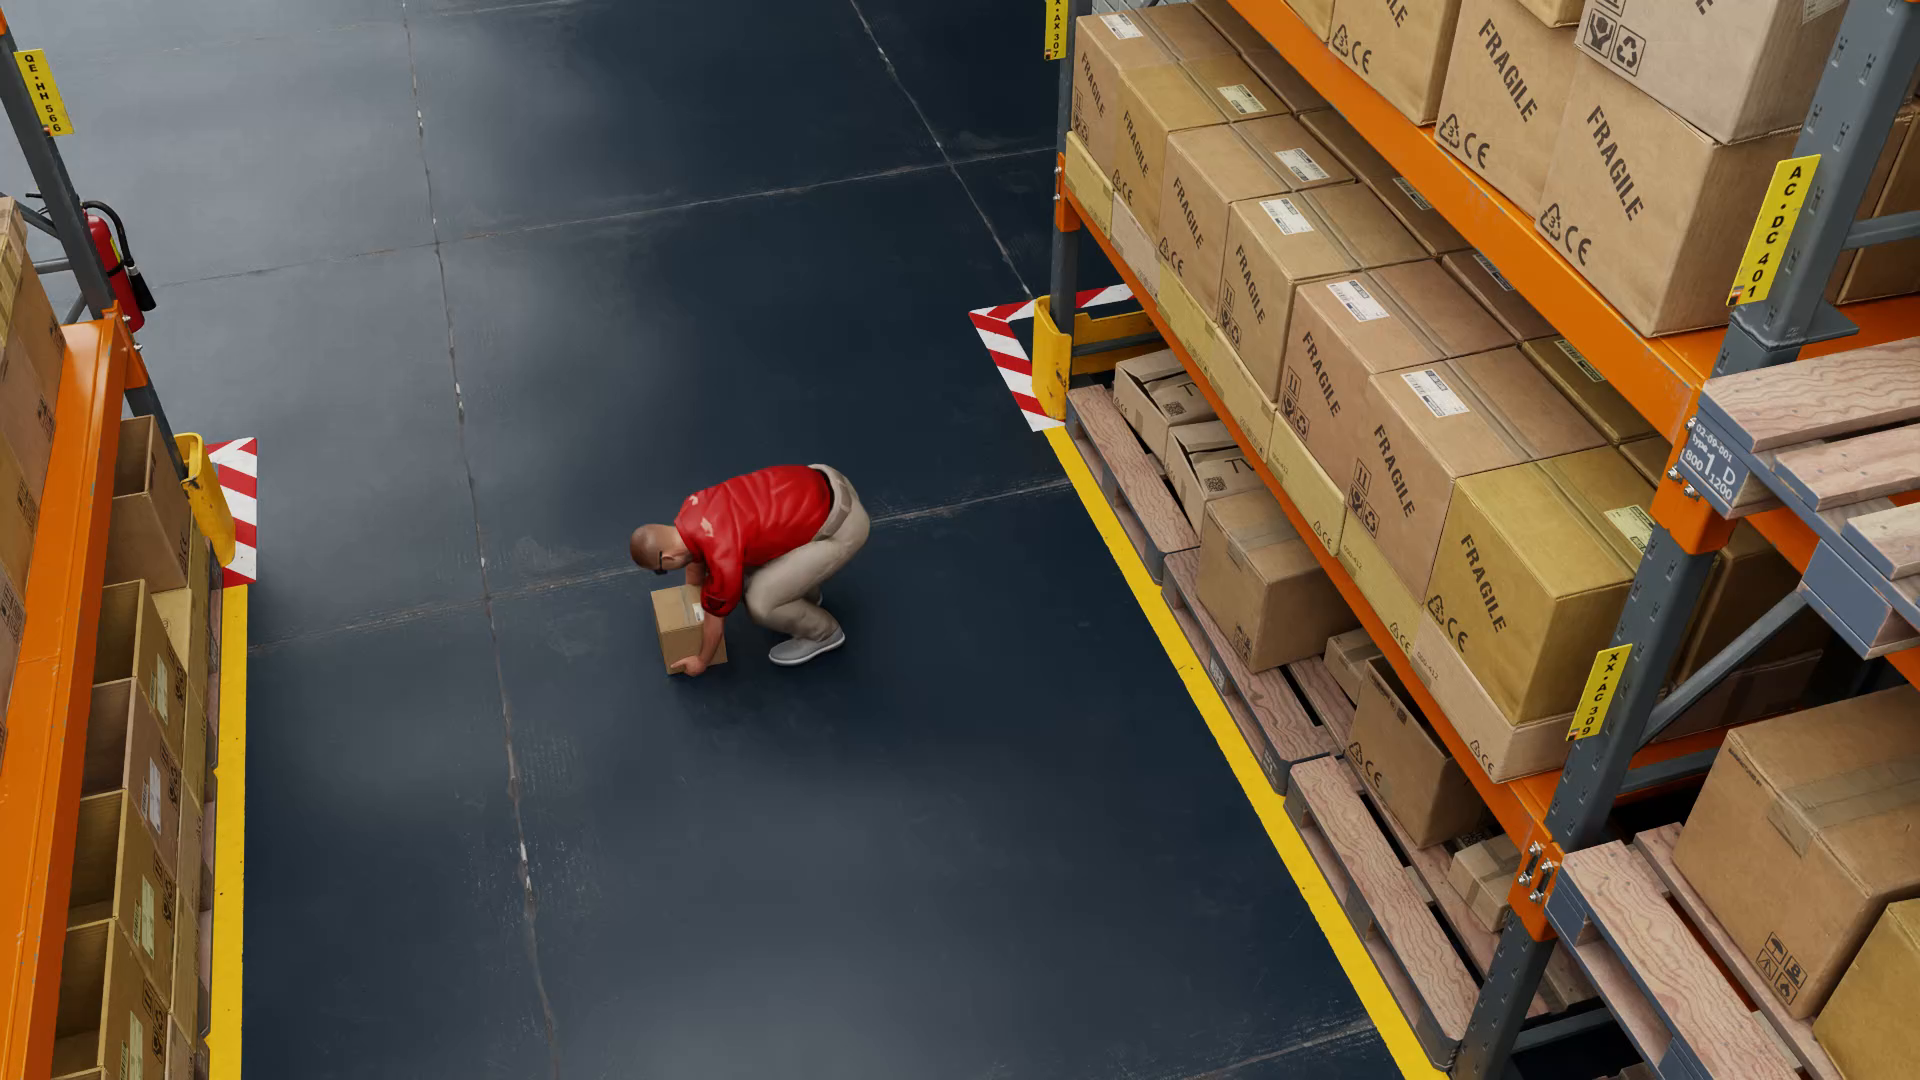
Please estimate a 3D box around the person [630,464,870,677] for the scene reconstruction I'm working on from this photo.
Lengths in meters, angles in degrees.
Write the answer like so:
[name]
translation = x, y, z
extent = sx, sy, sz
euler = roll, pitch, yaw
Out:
[person]
translation = -0.833, 0.135, 6.760
extent = 0.953, 0.784, 0.528
euler = -13, 44, -14
